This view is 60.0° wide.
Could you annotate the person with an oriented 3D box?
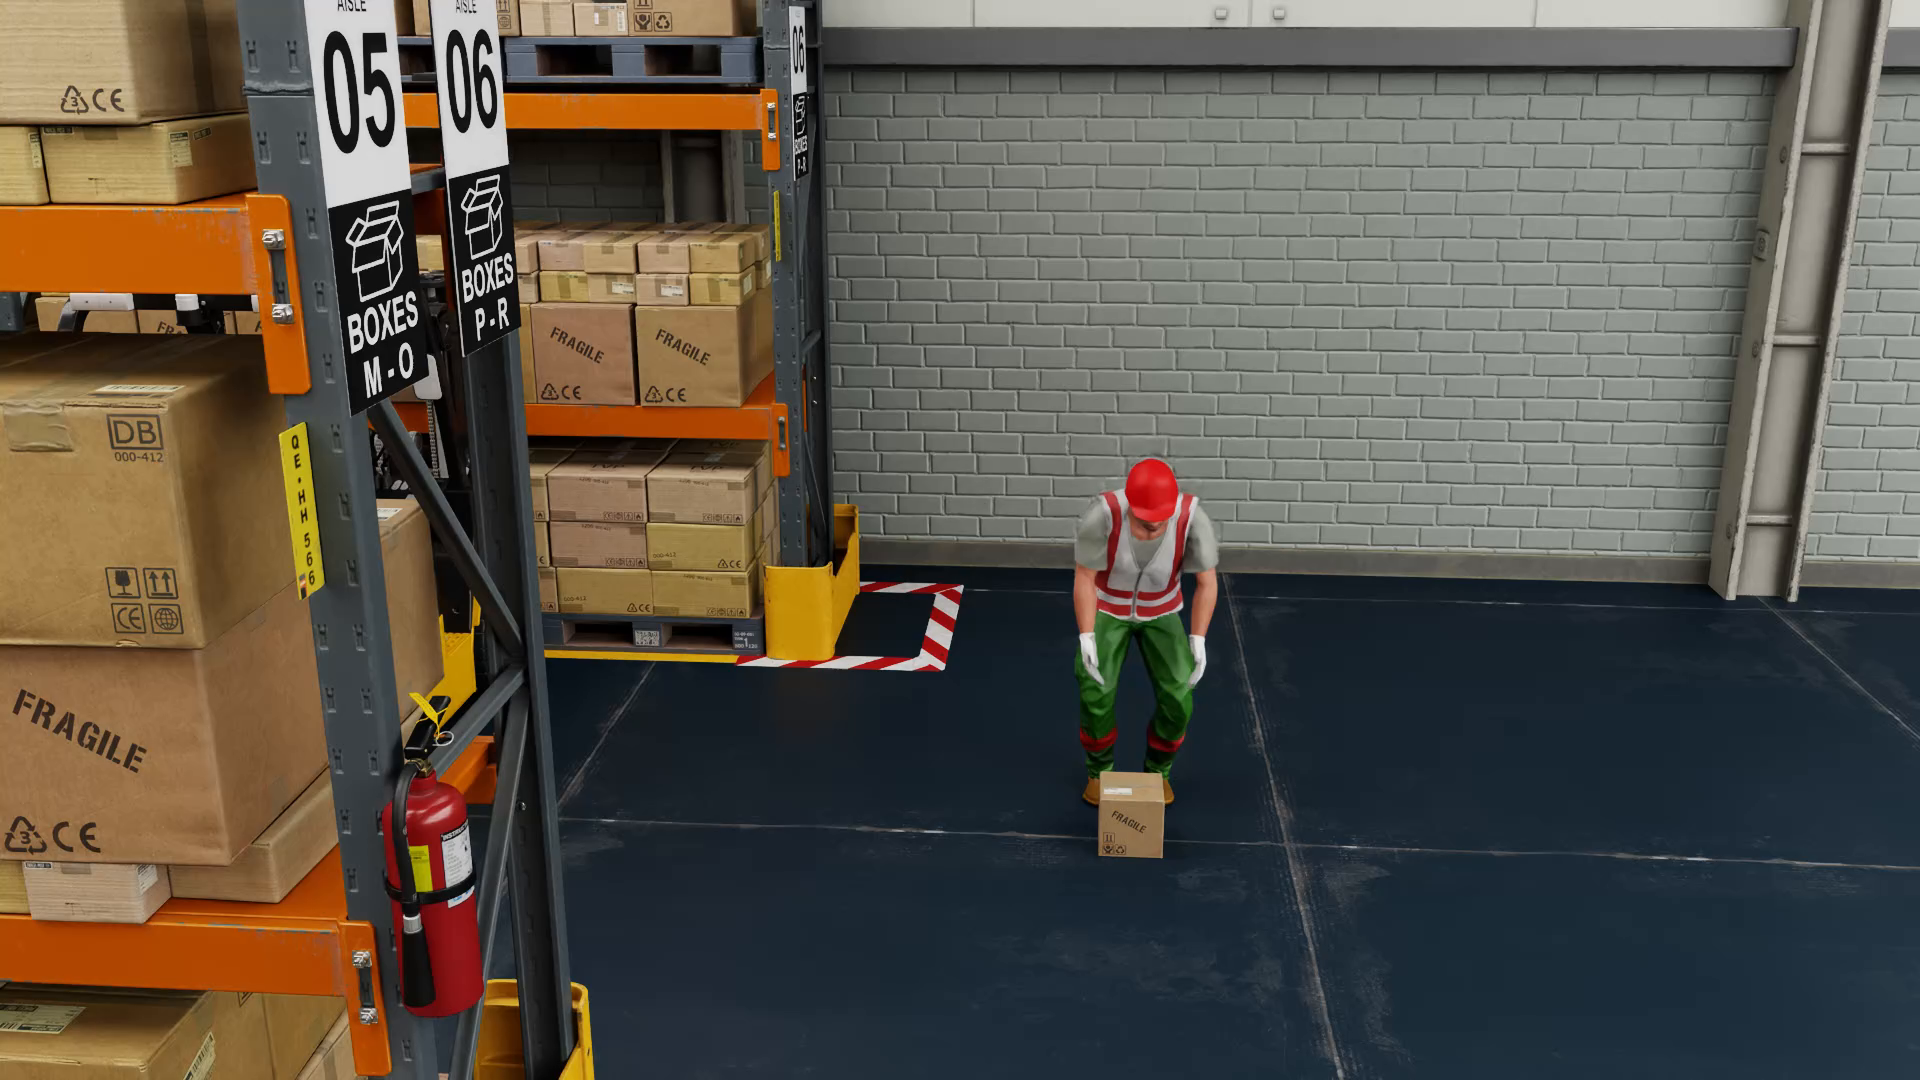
[{"bbox_3d":[0.751,0.358,6.798,0.579,1.528,0.690,1,17,4],"label":"person"}]
